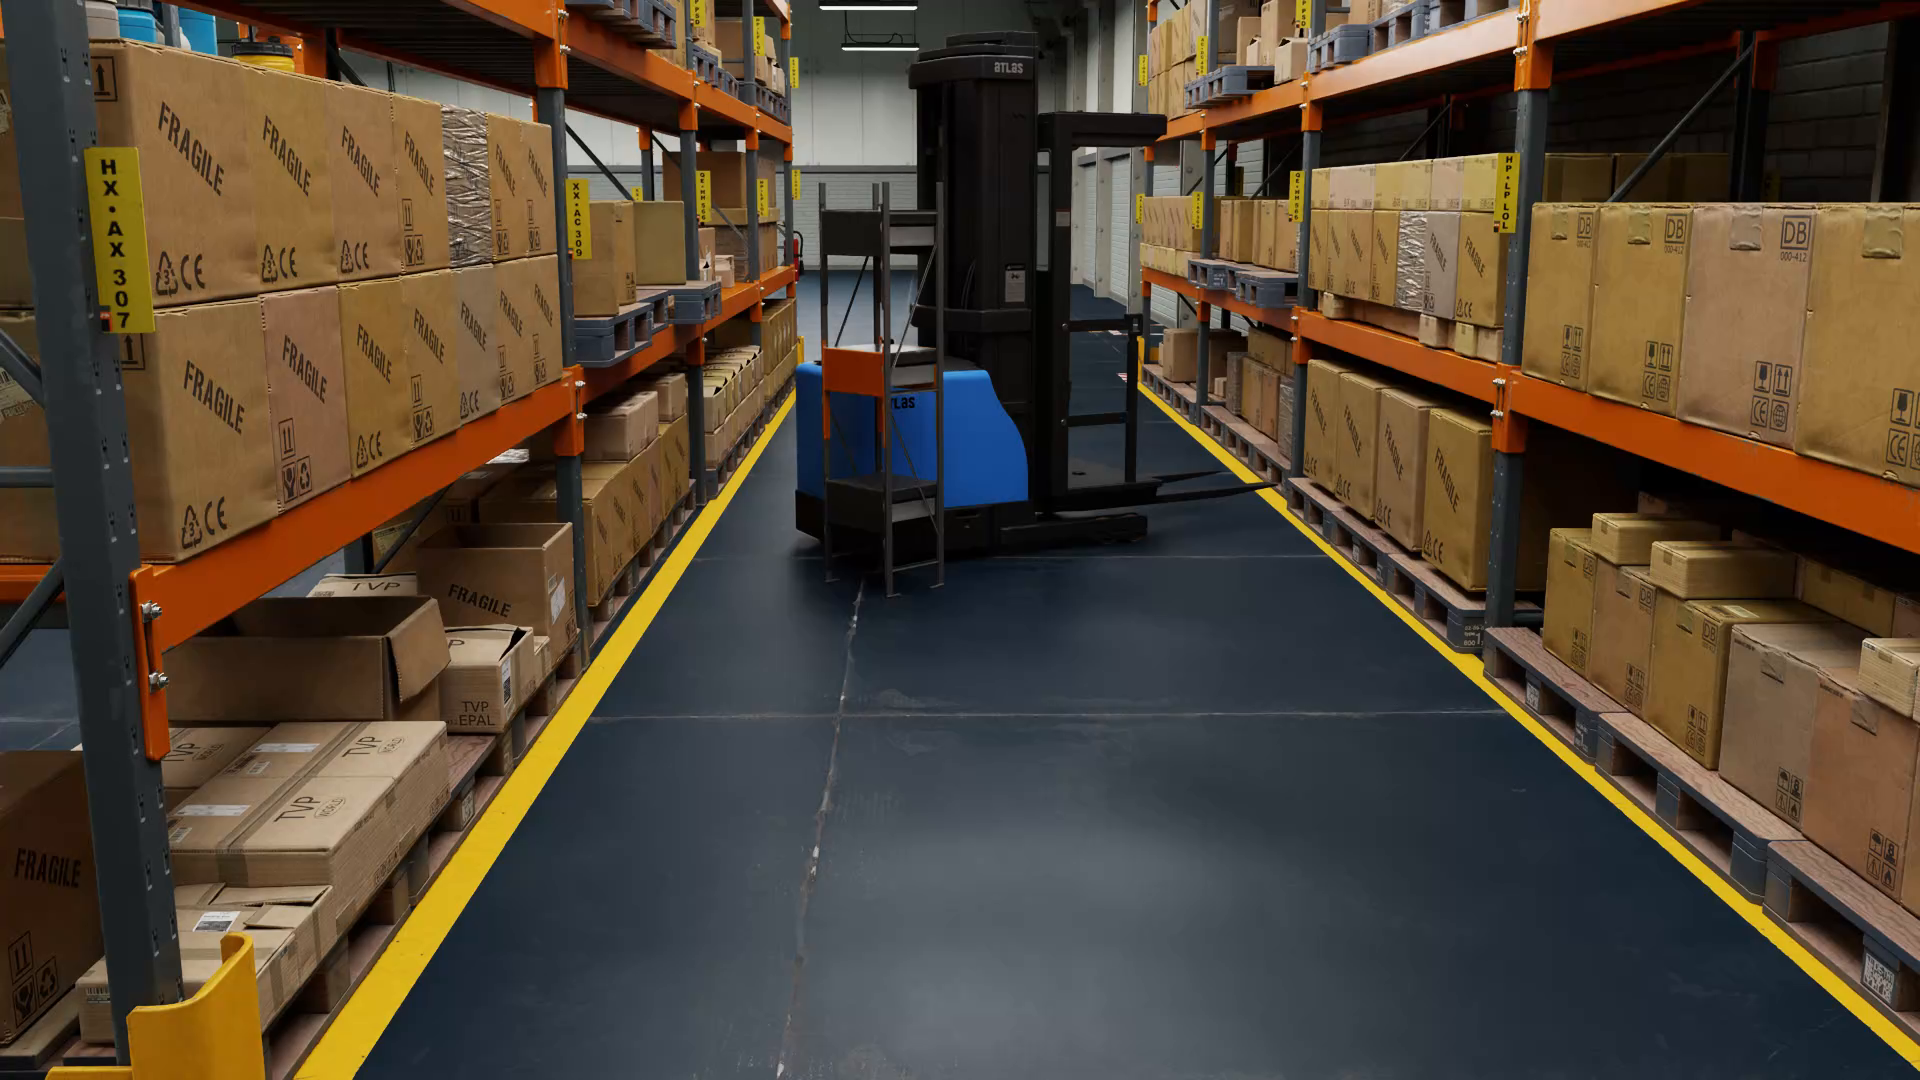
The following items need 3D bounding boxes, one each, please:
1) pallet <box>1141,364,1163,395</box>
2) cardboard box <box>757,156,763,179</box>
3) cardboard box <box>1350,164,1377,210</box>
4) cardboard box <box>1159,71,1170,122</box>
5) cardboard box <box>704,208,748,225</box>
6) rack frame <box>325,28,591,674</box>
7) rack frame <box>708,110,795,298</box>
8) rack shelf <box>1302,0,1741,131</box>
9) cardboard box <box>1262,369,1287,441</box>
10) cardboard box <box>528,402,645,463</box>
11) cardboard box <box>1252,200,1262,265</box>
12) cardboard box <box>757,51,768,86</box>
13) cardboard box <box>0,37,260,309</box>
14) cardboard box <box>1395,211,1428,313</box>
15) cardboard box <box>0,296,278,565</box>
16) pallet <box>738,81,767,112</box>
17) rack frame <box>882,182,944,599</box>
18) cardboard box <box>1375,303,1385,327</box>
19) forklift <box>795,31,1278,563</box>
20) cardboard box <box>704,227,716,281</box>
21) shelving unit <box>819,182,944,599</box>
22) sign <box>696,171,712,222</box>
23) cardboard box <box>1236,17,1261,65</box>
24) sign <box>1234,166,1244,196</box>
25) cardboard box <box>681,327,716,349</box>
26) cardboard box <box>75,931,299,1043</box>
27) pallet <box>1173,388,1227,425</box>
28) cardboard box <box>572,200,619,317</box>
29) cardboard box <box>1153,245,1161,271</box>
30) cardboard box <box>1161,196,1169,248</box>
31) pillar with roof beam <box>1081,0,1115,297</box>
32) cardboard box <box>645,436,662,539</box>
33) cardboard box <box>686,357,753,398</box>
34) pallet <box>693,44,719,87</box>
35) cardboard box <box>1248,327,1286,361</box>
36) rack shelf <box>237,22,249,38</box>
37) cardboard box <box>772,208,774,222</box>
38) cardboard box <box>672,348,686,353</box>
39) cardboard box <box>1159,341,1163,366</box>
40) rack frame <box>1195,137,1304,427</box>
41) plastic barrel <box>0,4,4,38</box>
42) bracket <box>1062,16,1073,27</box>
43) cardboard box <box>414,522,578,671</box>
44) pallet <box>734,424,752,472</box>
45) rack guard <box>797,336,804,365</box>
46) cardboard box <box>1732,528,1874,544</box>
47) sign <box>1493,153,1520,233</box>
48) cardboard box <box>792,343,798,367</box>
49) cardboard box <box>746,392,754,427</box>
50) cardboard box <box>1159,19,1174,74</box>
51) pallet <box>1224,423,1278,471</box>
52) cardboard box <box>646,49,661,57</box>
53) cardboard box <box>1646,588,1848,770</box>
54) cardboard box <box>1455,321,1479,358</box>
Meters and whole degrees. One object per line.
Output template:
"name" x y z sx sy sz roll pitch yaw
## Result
"pallet" 2.561 -1.765 18.227 1.003 0.211 1.213 0 11 -1
"cardboard box" -2.339 -3.564 16.569 0.700 0.500 0.500 0 11 -1
"cardboard box" 2.521 -1.993 9.400 0.500 0.250 0.500 0 11 -1
"cardboard box" 2.325 -4.559 17.143 0.500 0.500 0.500 0 11 1
"cardboard box" -2.104 -2.913 14.991 0.380 0.149 0.250 0 11 -1
"rack frame" -2.127 -0.902 6.959 1.000 3.000 0.127 0 11 -1
"rack frame" -2.375 -3.287 18.717 1.000 3.000 0.127 0 11 -1
"rack shelf" 2.784 -2.438 8.796 1.077 0.370 4.000 0 11 -1
"cardboard box" 2.743 -1.053 12.885 0.700 0.500 0.500 0 11 -1
"cardboard box" -1.914 -0.556 8.548 0.500 0.250 0.500 0 11 -1
"cardboard box" 2.686 -2.434 13.157 0.700 0.500 0.500 1 12 7
"cardboard box" -2.050 -4.401 15.481 0.500 0.311 0.500 -1 12 -4
"cardboard box" -1.790 -0.735 3.371 0.500 0.500 0.500 0 11 1
"cardboard box" 2.542 -1.419 8.461 0.500 0.500 0.500 0 11 -1
"cardboard box" -1.790 -0.245 3.470 0.500 0.500 0.500 0 11 0
"pallet" -2.336 -4.088 15.344 1.003 0.211 1.213 0 11 -1
"rack frame" -0.234 -0.755 8.502 0.400 2.100 0.015 -11 16 -43
"cardboard box" 2.573 -1.283 9.418 0.380 0.149 0.250 0 11 0
"forklift" 0.556 -1.495 10.055 3.031 2.935 1.130 -6 13 -27
"cardboard box" -2.282 -2.284 13.519 0.500 0.500 0.500 1 11 3
"shelving unit" -0.405 -0.790 8.673 0.431 2.100 0.503 -11 16 -43
"sign" -1.667 -2.230 10.792 0.100 0.325 0.005 0 11 -1
"cardboard box" 2.592 -4.129 14.015 0.500 0.500 0.500 1 12 7
"sign" 3.133 -4.029 18.666 0.100 0.325 0.005 0 11 -1
"cardboard box" -2.519 -1.908 15.895 0.500 0.500 0.500 0 11 -1
"cardboard box" -1.709 0.990 3.697 0.380 0.149 0.250 0 11 -1
"pallet" 2.611 -1.280 15.837 1.003 0.211 1.213 0 11 -1
"cardboard box" -1.913 -1.252 7.376 0.700 0.500 0.500 -4 12 -20
"cardboard box" 2.300 -2.942 17.342 0.500 0.250 0.500 0 11 -2
"cardboard box" 2.314 -3.212 16.789 0.500 0.500 0.500 0 11 1
"pillar with roof beam" -1.219 -9.673 35.106 9.100 9.000 0.548 0 11 -1
"cardboard box" -1.928 -0.295 9.151 0.500 0.500 0.500 -1 11 -3
"cardboard box" -1.972 -1.343 13.584 0.500 0.311 0.500 0 11 -1
"pallet" -2.313 -3.209 11.262 1.213 0.211 1.003 0 11 1
"cardboard box" 2.705 -1.637 13.880 0.500 0.250 0.500 0 11 -2
"rack shelf" -7.286 -5.261 16.176 1.077 0.370 4.000 0 11 -1
"cardboard box" -2.161 -3.426 17.519 0.380 0.149 0.250 0 11 0
"cardboard box" -2.533 -1.542 14.564 0.500 0.311 0.500 0 11 -1
"cardboard box" 2.502 -2.068 18.365 0.500 0.311 0.500 -2 12 -8
"rack frame" 2.660 -2.513 14.902 1.000 3.000 0.127 0 11 -1
"plastic barrel" -6.976 -3.652 11.891 0.600 0.830 0.708 0 11 -1
"bracket" 2.615 -12.564 40.300 0.235 0.232 0.430 0 11 -1
"cardboard box" -1.832 0.220 6.612 0.500 0.500 0.500 0 11 -1
"pallet" -2.210 -0.736 13.156 1.003 0.211 1.213 0 11 -1
"rack guard" -2.376 -2.067 18.989 1.175 0.500 0.348 0 11 -1
"cardboard box" 2.953 0.055 5.842 0.380 0.149 0.250 -1 11 -3
"sign" 2.283 -1.447 6.936 0.100 0.325 0.005 0 11 -1
"cardboard box" -2.069 -2.040 18.429 0.500 0.250 0.500 0 11 -1
"cardboard box" -1.974 -1.067 13.632 0.500 0.250 0.500 0 11 0
"cardboard box" 2.324 -5.048 17.035 0.500 0.500 0.500 0 11 0
"pallet" 2.706 -0.749 13.218 1.003 0.211 1.213 0 11 -1
"cardboard box" -2.146 -2.925 9.134 0.910 0.500 0.500 0 11 -1
"cardboard box" 2.754 0.447 5.540 0.700 0.500 0.500 0 11 0
"cardboard box" 2.507 -0.926 7.659 0.380 0.149 0.250 0 11 0
